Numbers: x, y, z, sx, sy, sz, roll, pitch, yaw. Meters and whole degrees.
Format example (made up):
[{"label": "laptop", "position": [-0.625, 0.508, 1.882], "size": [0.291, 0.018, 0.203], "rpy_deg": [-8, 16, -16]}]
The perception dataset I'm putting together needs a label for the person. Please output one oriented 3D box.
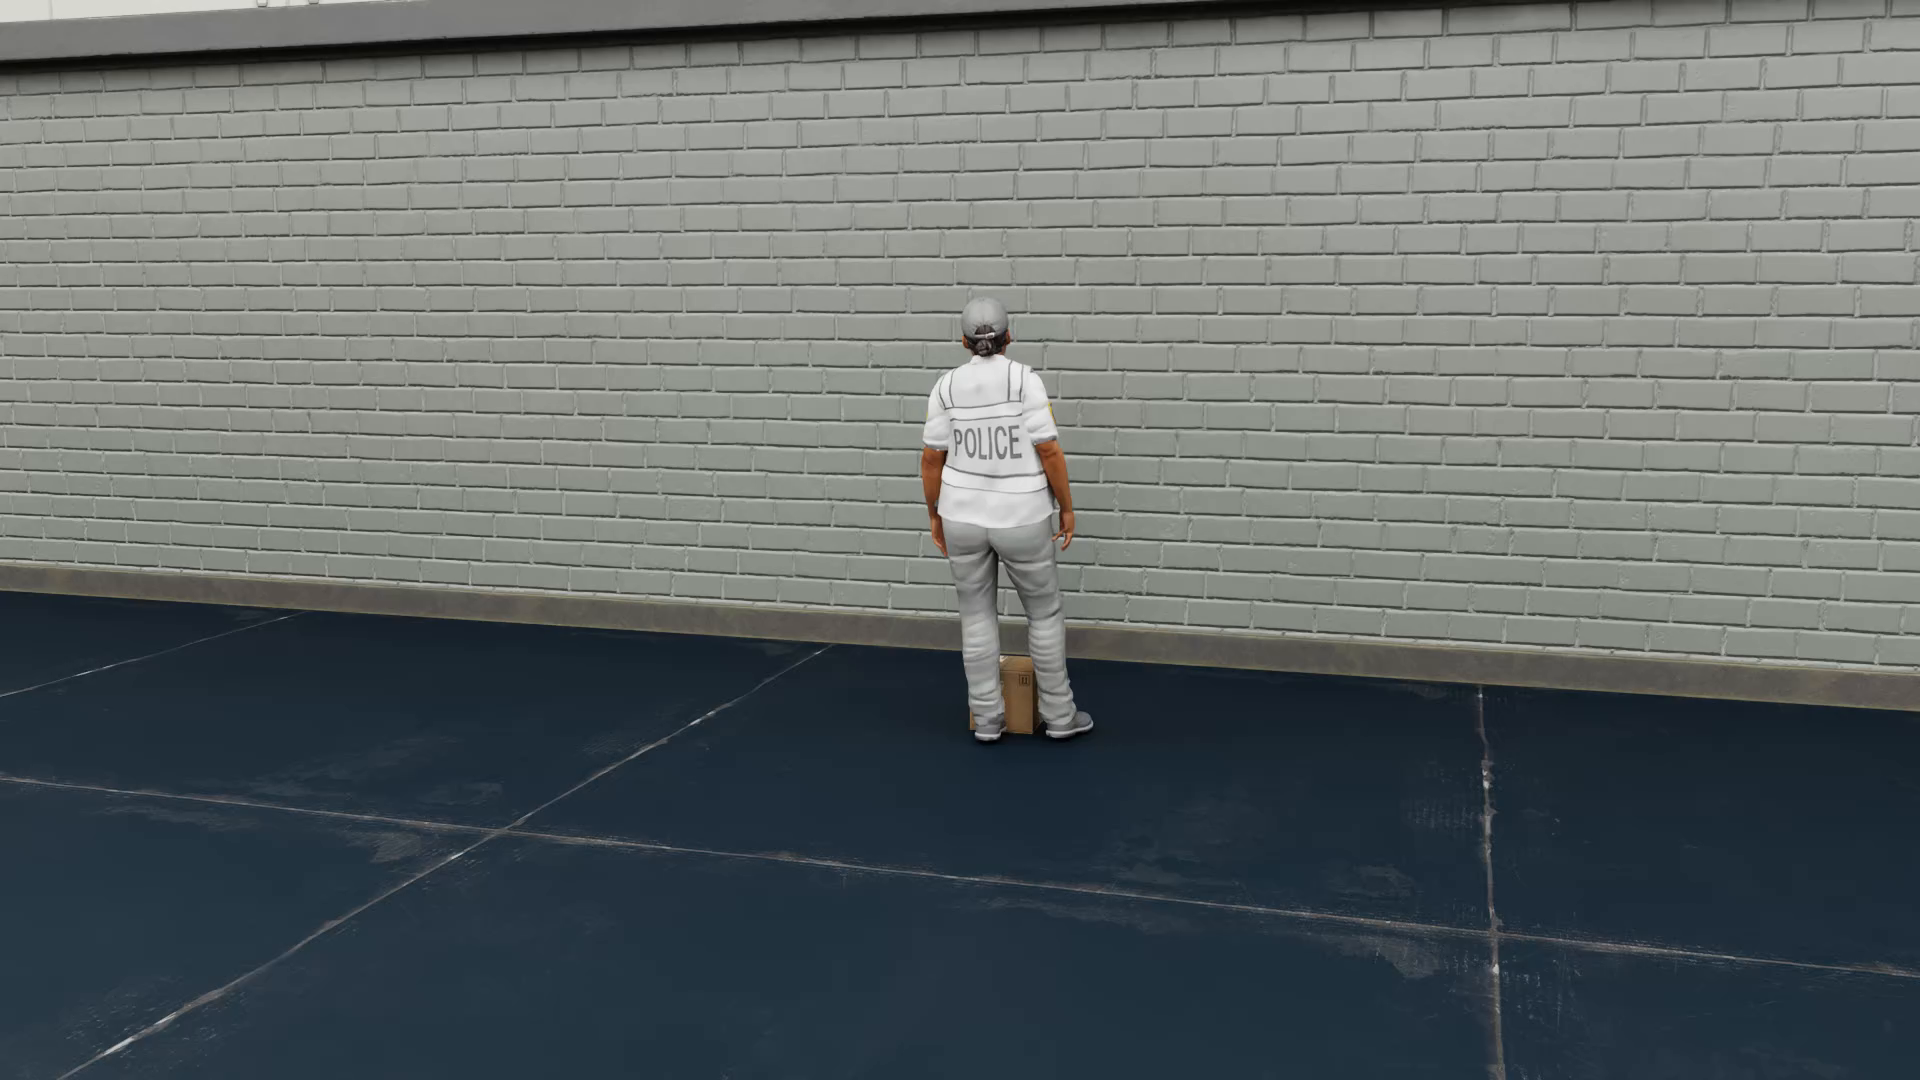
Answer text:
[{"label": "person", "position": [0.178, -0.074, 6.259], "size": [0.599, 1.670, 0.529], "rpy_deg": [2, 9, 16]}]
